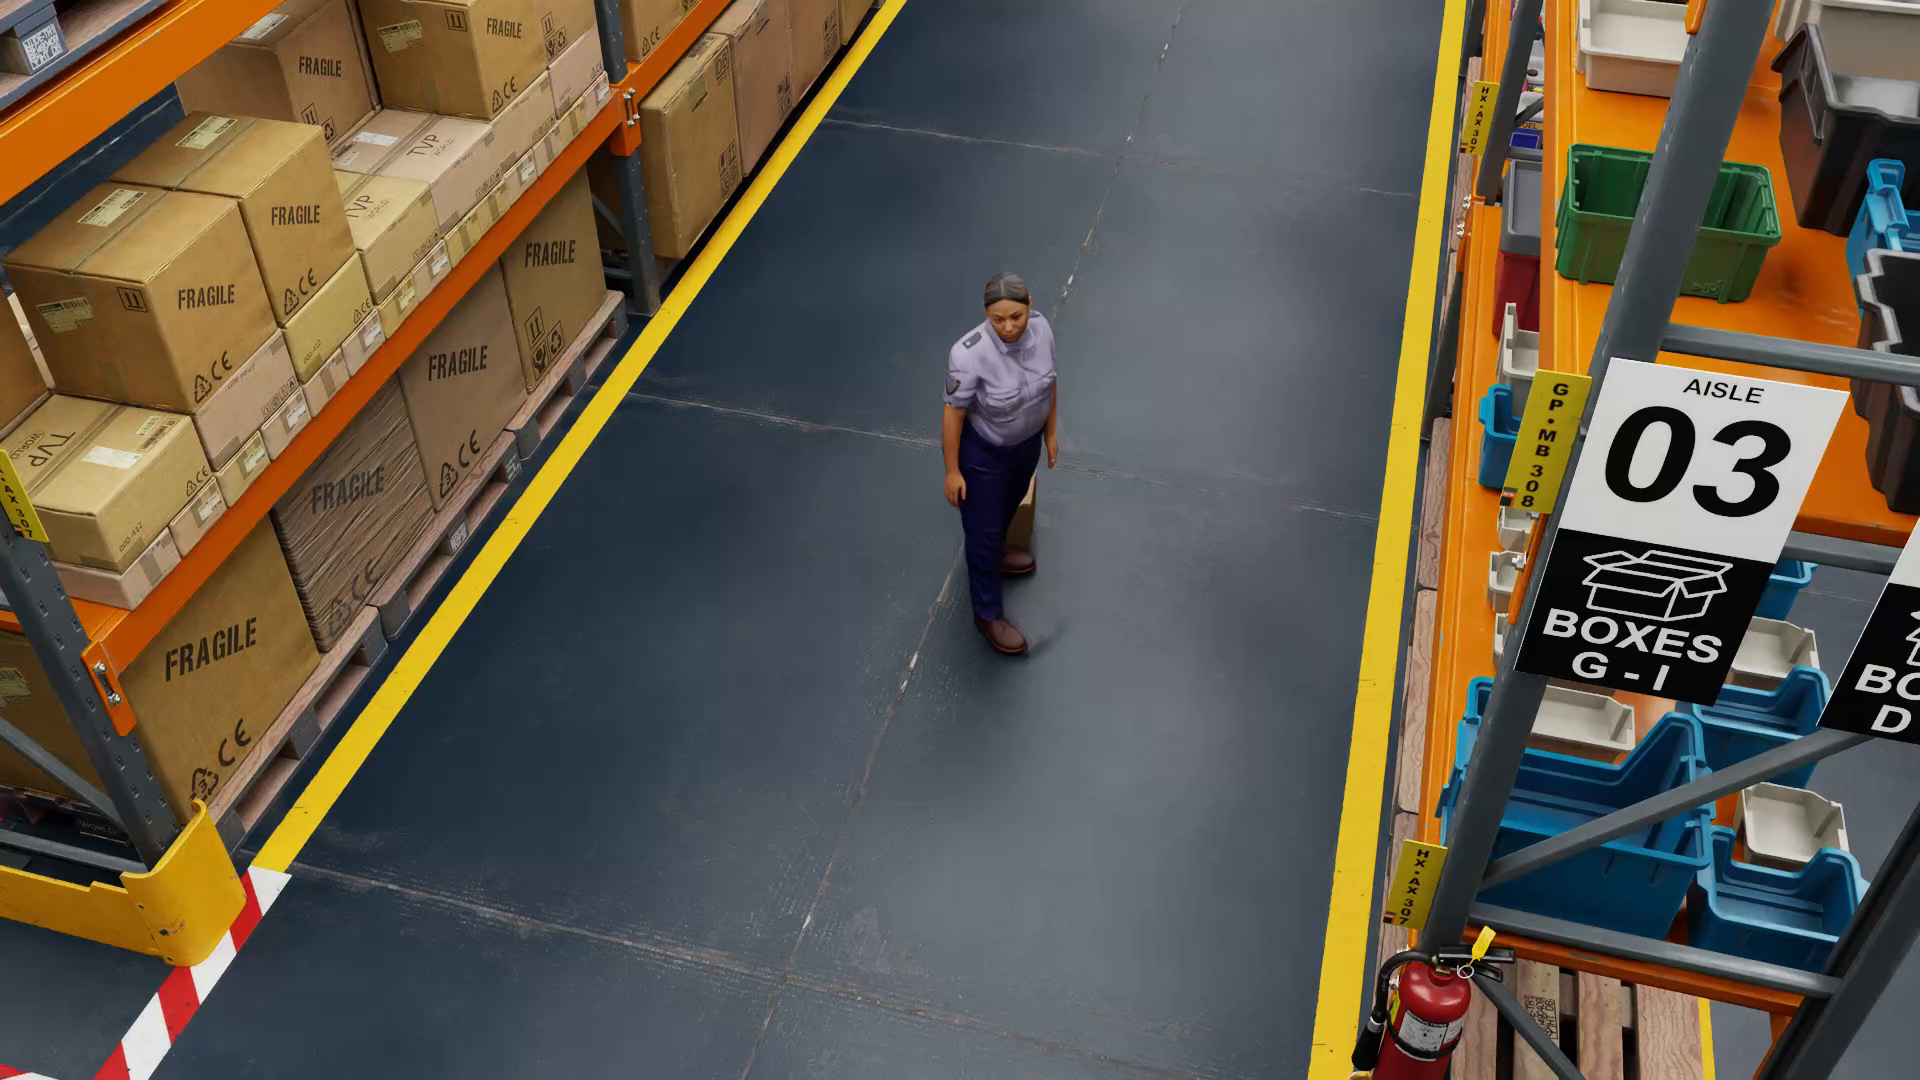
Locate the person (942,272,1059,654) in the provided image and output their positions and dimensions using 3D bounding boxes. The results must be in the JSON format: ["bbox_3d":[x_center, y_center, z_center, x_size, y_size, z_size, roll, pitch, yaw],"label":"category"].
[{"bbox_3d":[0.176,-0.349,6.538,0.568,1.634,0.578,-33,51,-32],"label":"person"}]
